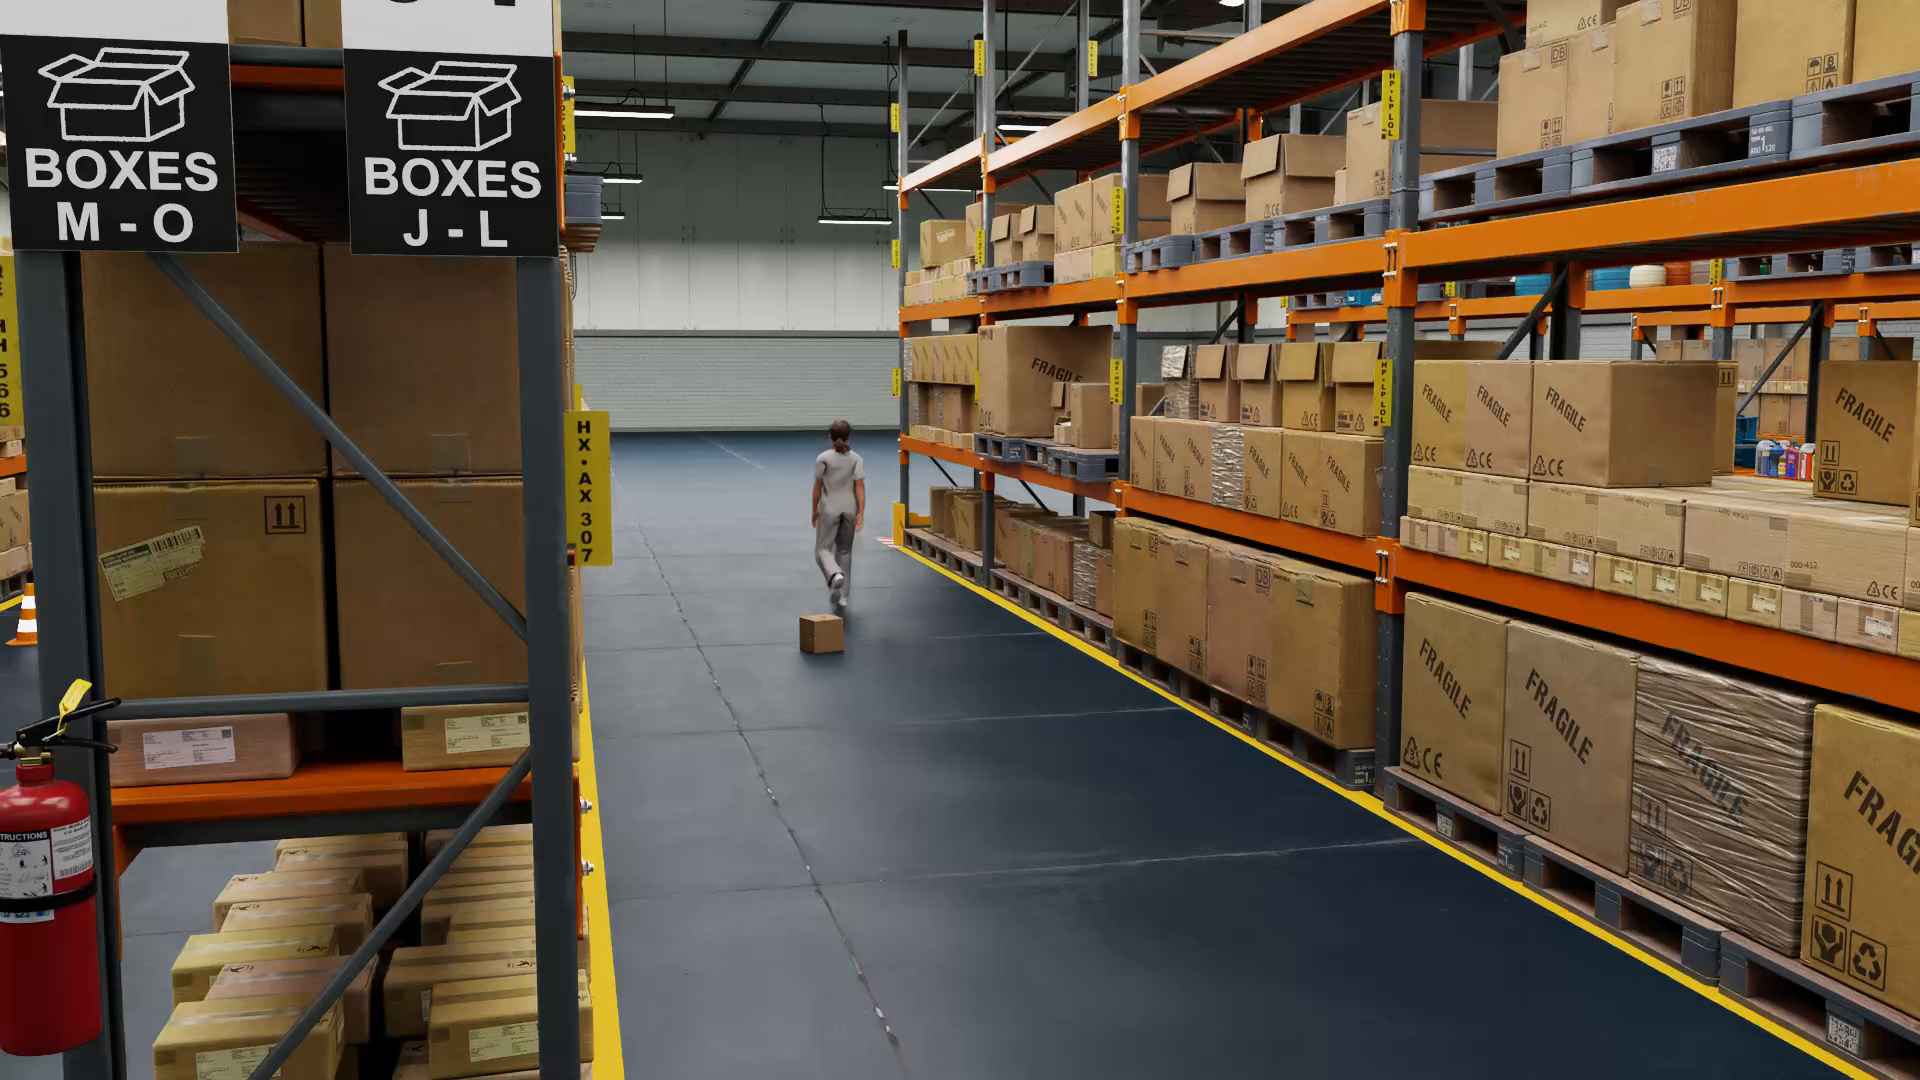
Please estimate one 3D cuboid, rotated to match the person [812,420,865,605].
[{"bbox_3d":[-1.052,-0.216,14.559,0.446,1.626,0.742,-2,6,-16],"label":"person"}]
